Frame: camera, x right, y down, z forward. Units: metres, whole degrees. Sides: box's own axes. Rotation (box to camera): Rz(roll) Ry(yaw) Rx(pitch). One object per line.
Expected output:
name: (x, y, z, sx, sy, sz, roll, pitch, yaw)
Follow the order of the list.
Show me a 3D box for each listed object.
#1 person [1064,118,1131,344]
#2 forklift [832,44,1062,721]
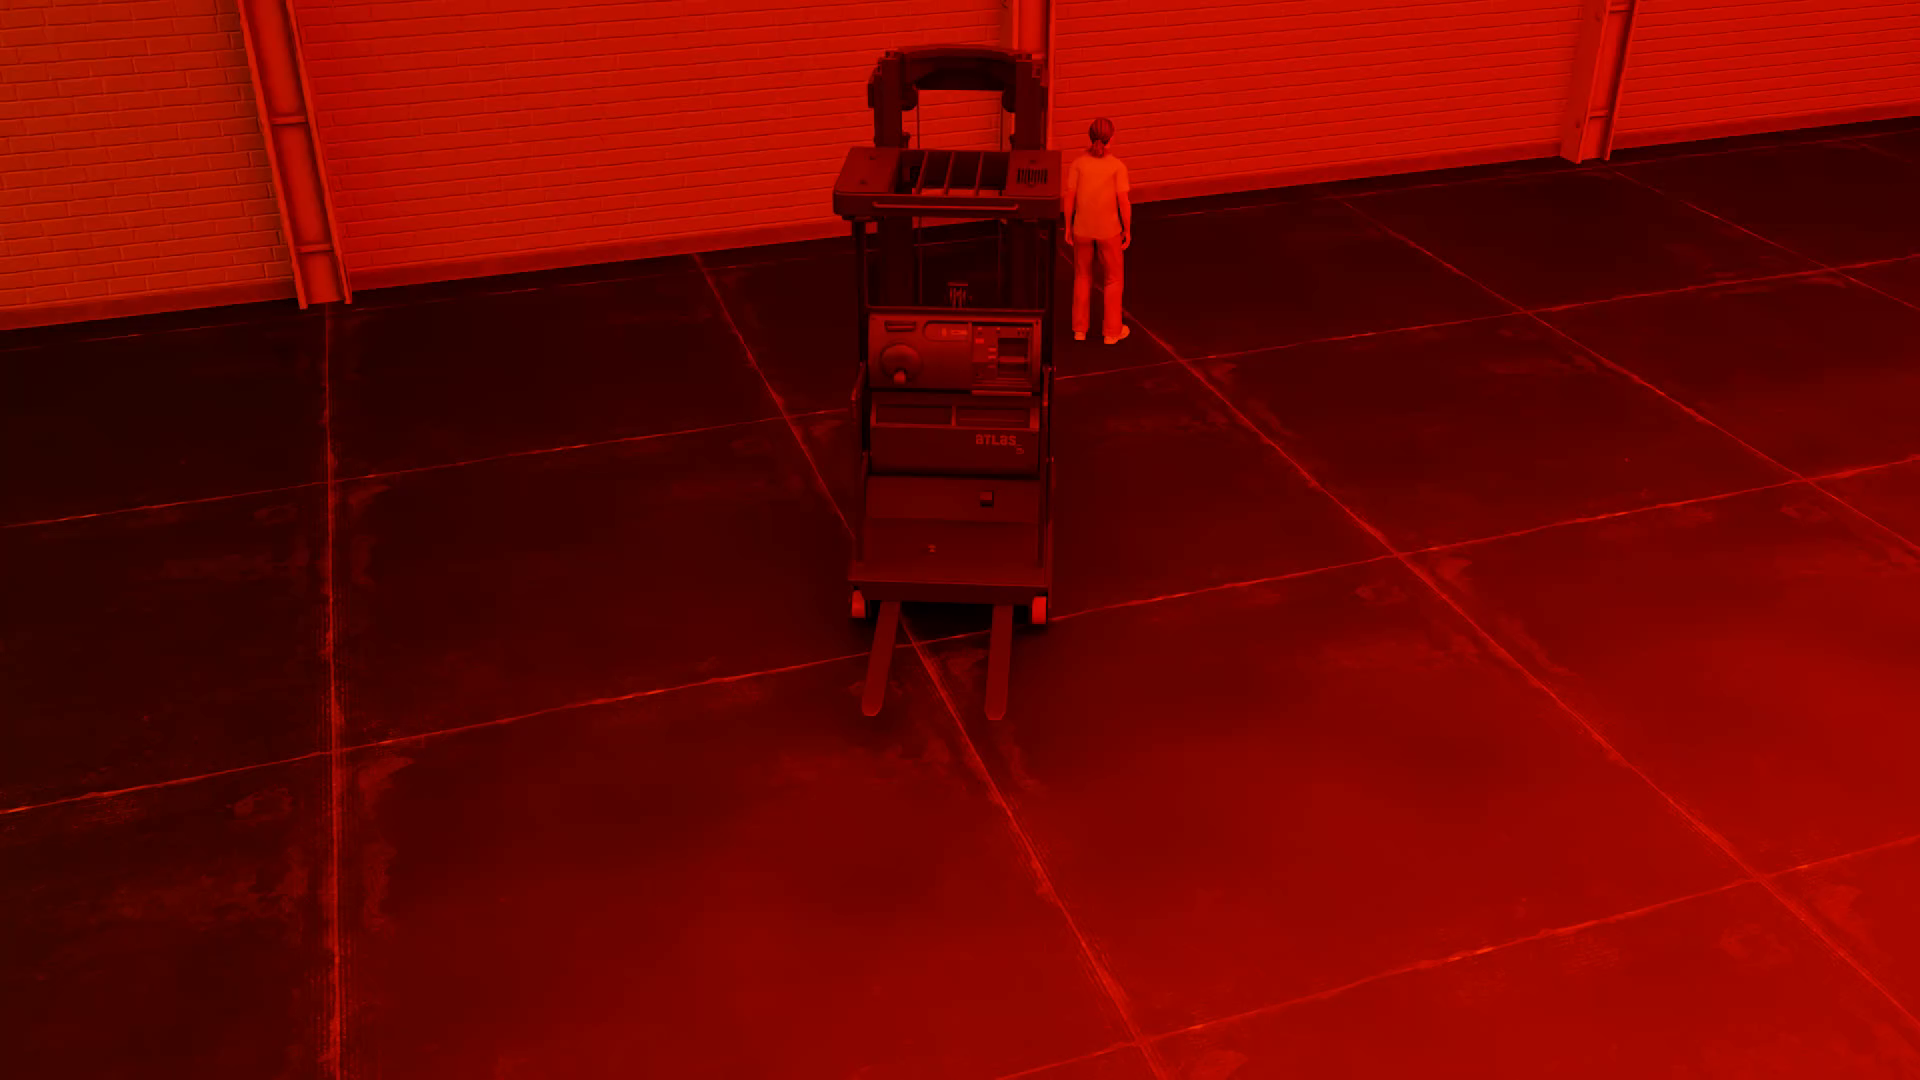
person: (1.022, -2.278, 12.311, 0.500, 1.672, 0.363, 9, 31, 15)
forklift: (-0.039, -0.967, 8.767, 1.130, 2.935, 3.031, 2, 30, 3)
